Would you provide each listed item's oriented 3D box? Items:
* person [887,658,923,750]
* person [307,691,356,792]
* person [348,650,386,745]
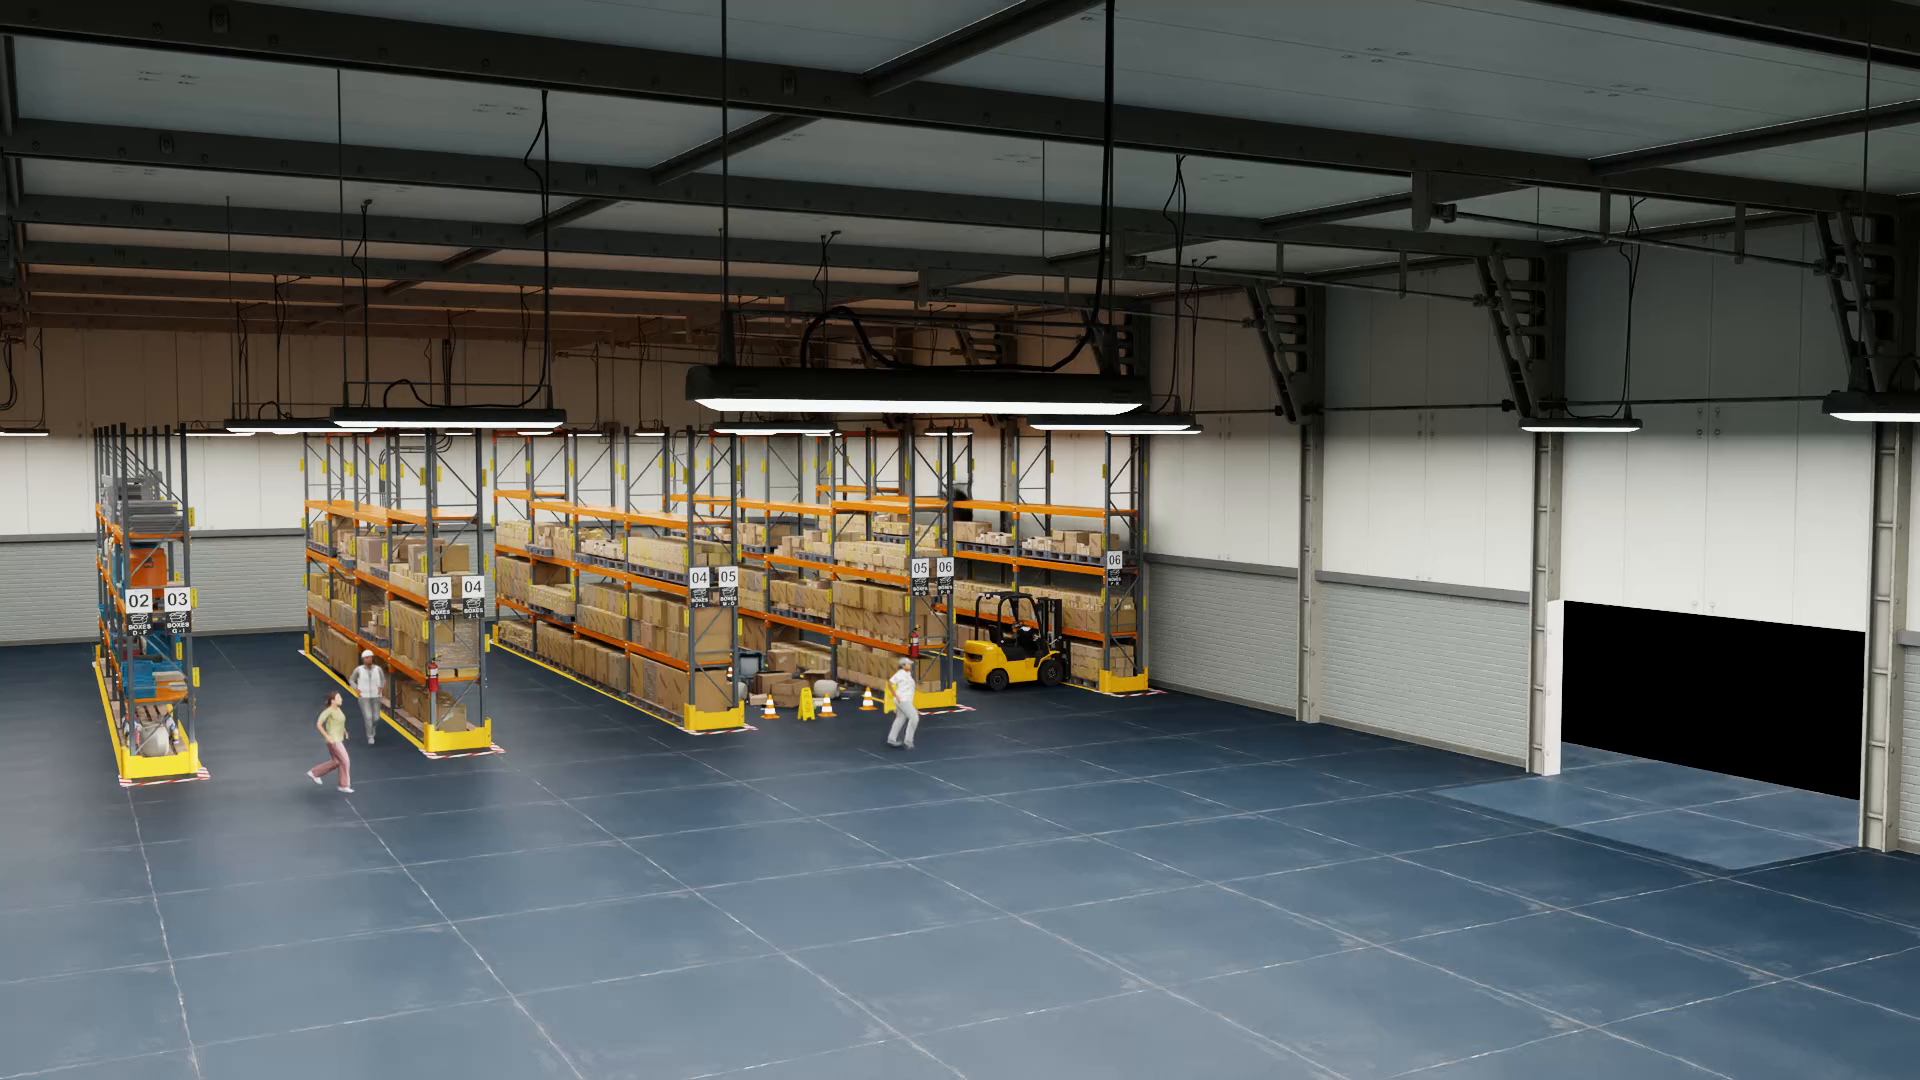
[{"bbox_3d":[-1.030,3.034,30.797,0.685,1.719,0.589,0,3,6],"label":"person"},{"bbox_3d":[-10.231,3.289,27.008,0.814,1.687,0.597,0,3,1],"label":"person"},{"bbox_3d":[-11.189,2.950,31.427,0.670,1.753,0.687,-2,4,-31],"label":"person"}]
